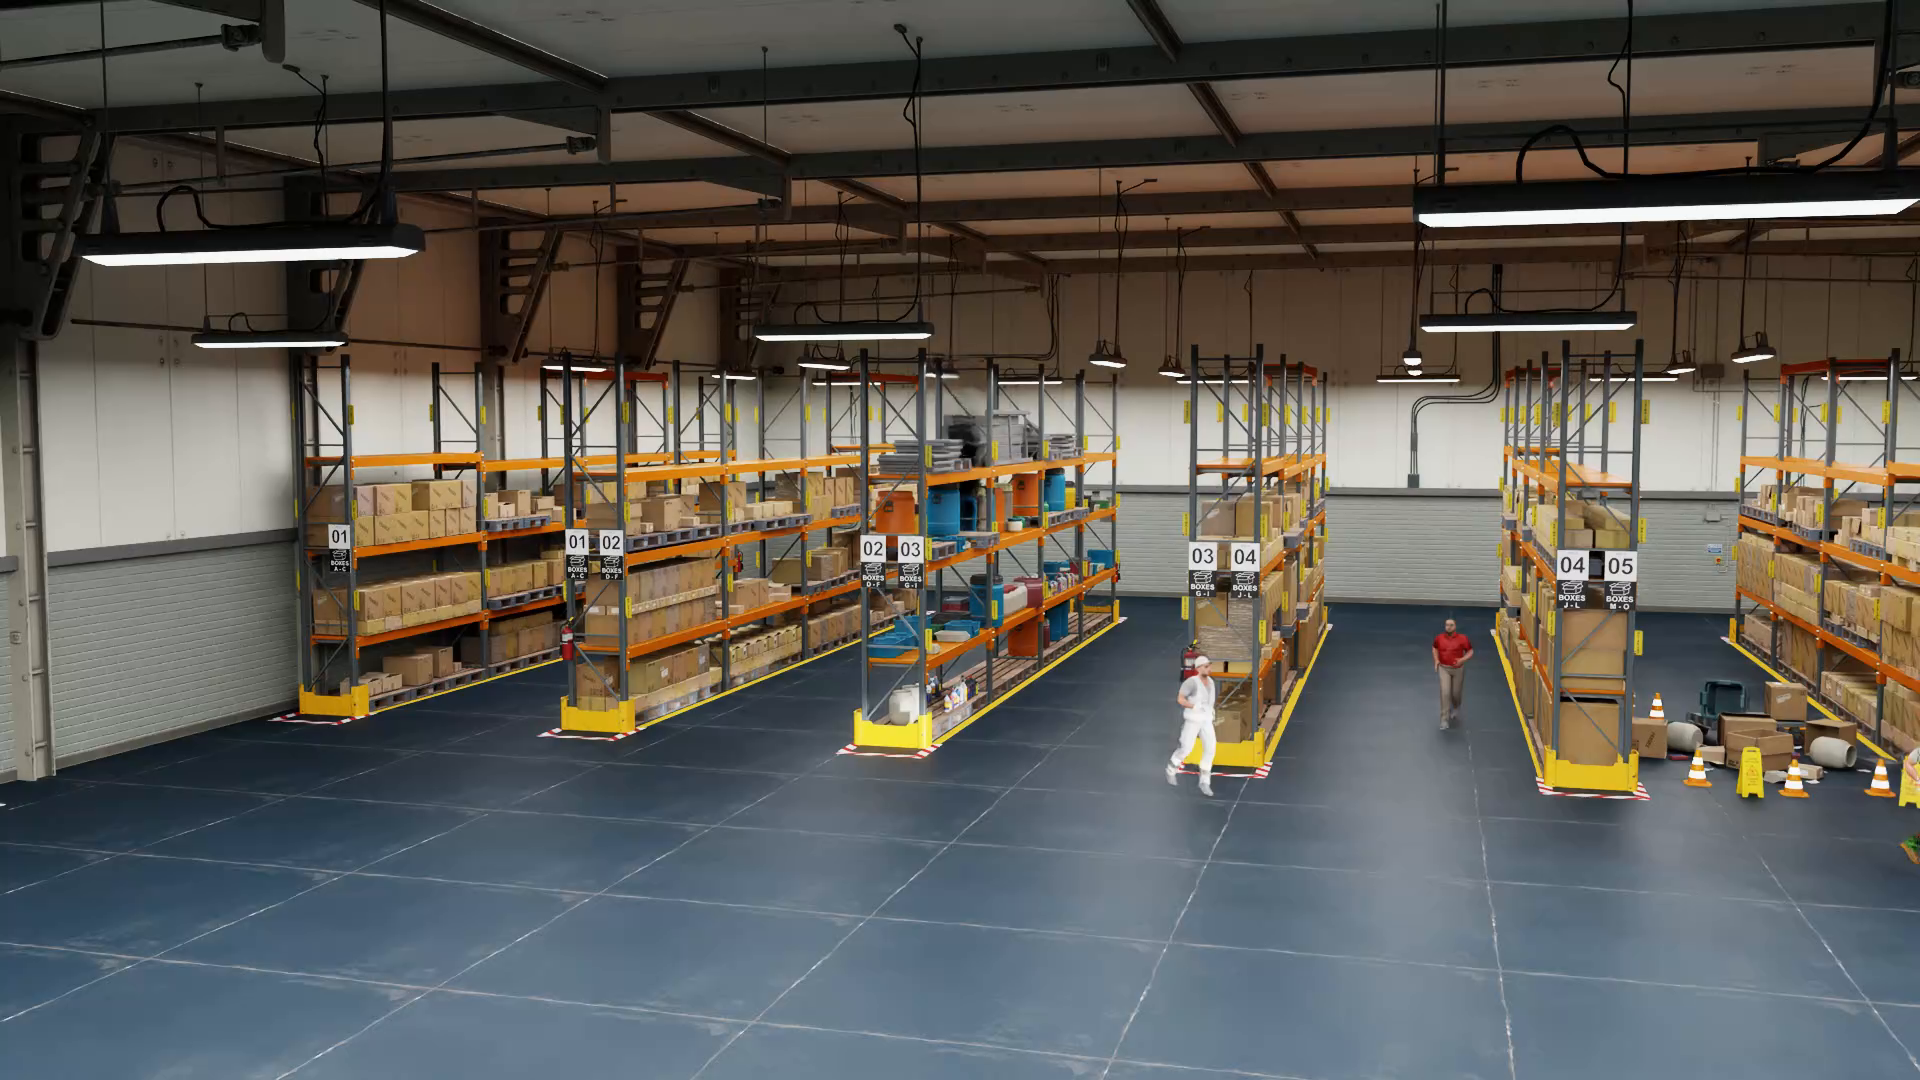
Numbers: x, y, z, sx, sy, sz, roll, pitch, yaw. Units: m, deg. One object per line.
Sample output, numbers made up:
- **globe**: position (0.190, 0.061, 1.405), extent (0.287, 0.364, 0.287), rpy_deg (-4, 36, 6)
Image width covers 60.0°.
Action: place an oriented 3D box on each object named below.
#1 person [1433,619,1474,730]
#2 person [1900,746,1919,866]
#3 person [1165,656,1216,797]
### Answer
- **person**: position (7.912, 2.126, 26.737), extent (0.650, 1.741, 0.861), rpy_deg (2, 5, 23)
- **person**: position (10.540, 2.756, 17.804), extent (0.663, 1.767, 0.959), rpy_deg (-2, 5, -25)
- **person**: position (3.178, 2.408, 22.145), extent (0.687, 1.724, 0.866), rpy_deg (-3, 5, -32)
